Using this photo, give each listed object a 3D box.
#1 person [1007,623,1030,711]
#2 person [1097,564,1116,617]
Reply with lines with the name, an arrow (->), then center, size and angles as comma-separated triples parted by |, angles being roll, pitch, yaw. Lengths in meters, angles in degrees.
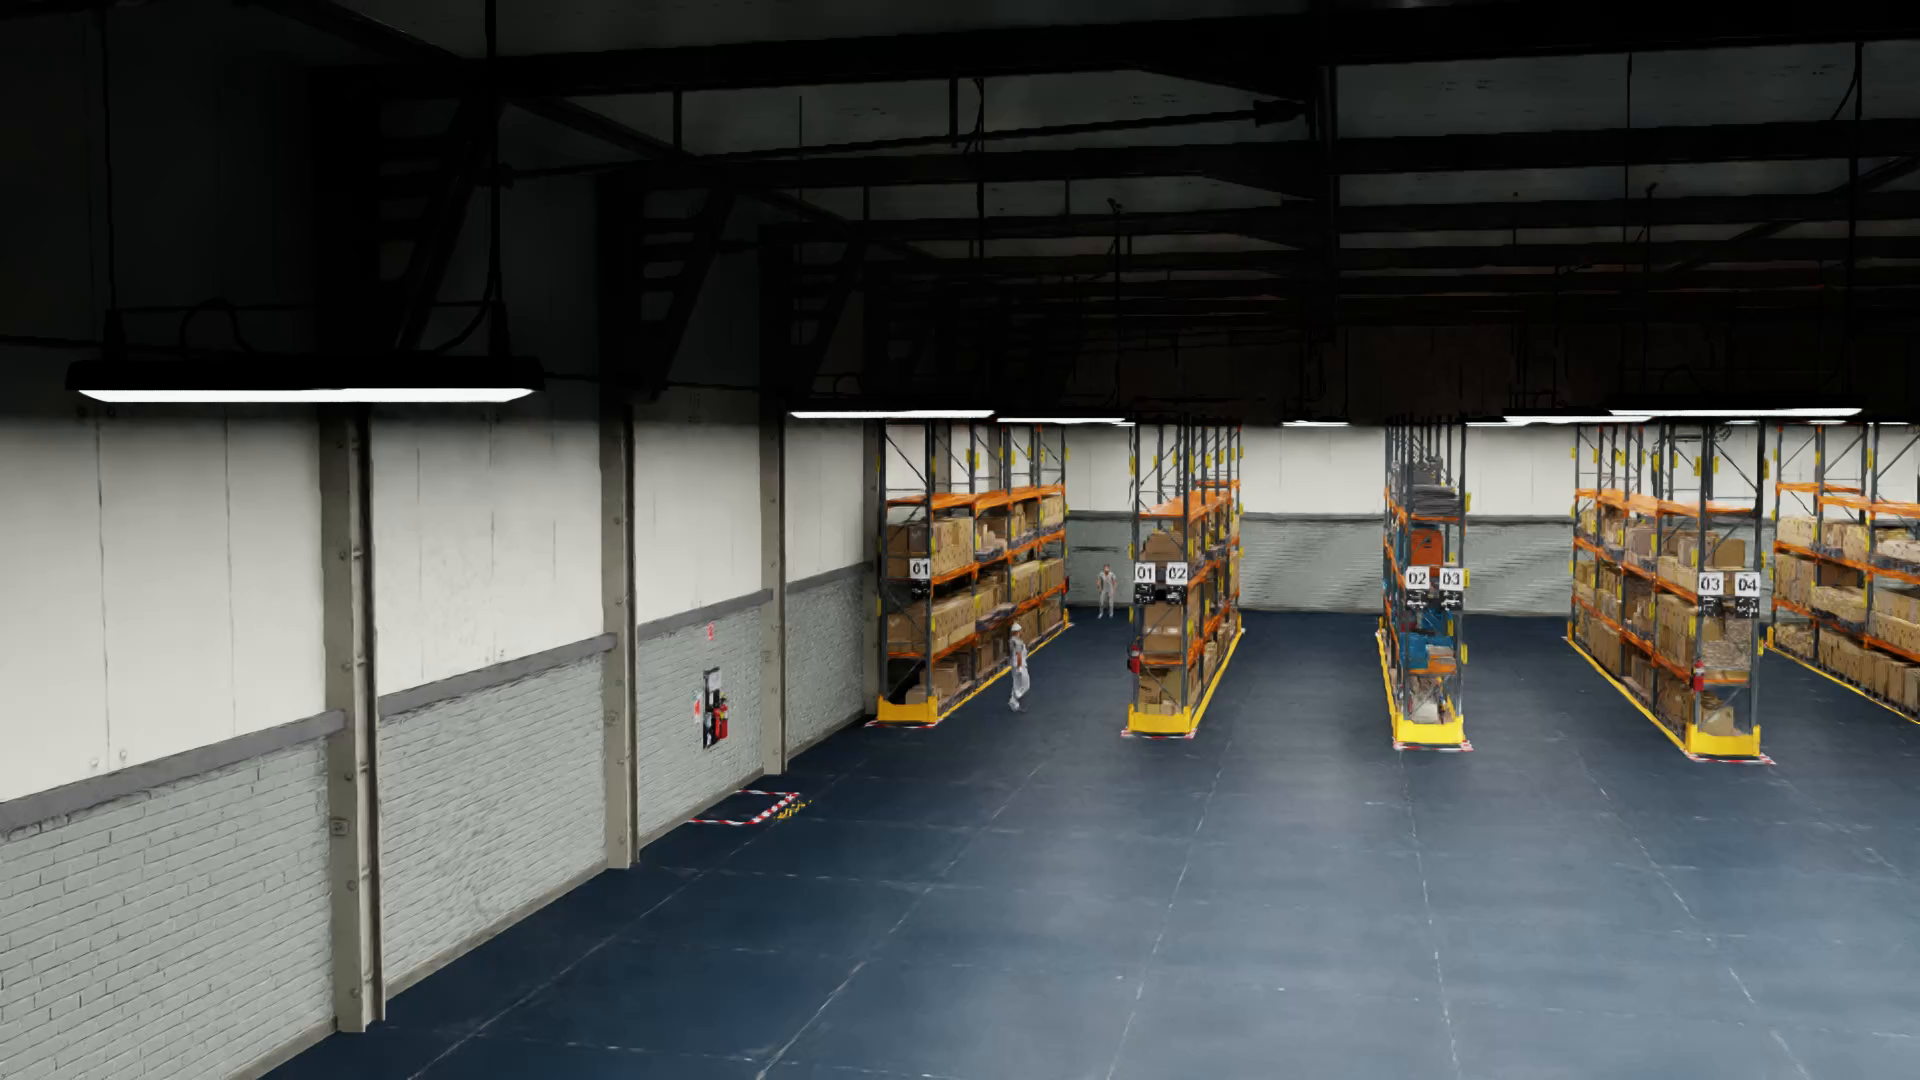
person -> 1.146, 2.568, 33.460 | 0.443, 1.777, 0.594 | -1, 4, -15
person -> 4.438, 1.523, 50.268 | 0.580, 1.619, 0.507 | 1, 4, 10
